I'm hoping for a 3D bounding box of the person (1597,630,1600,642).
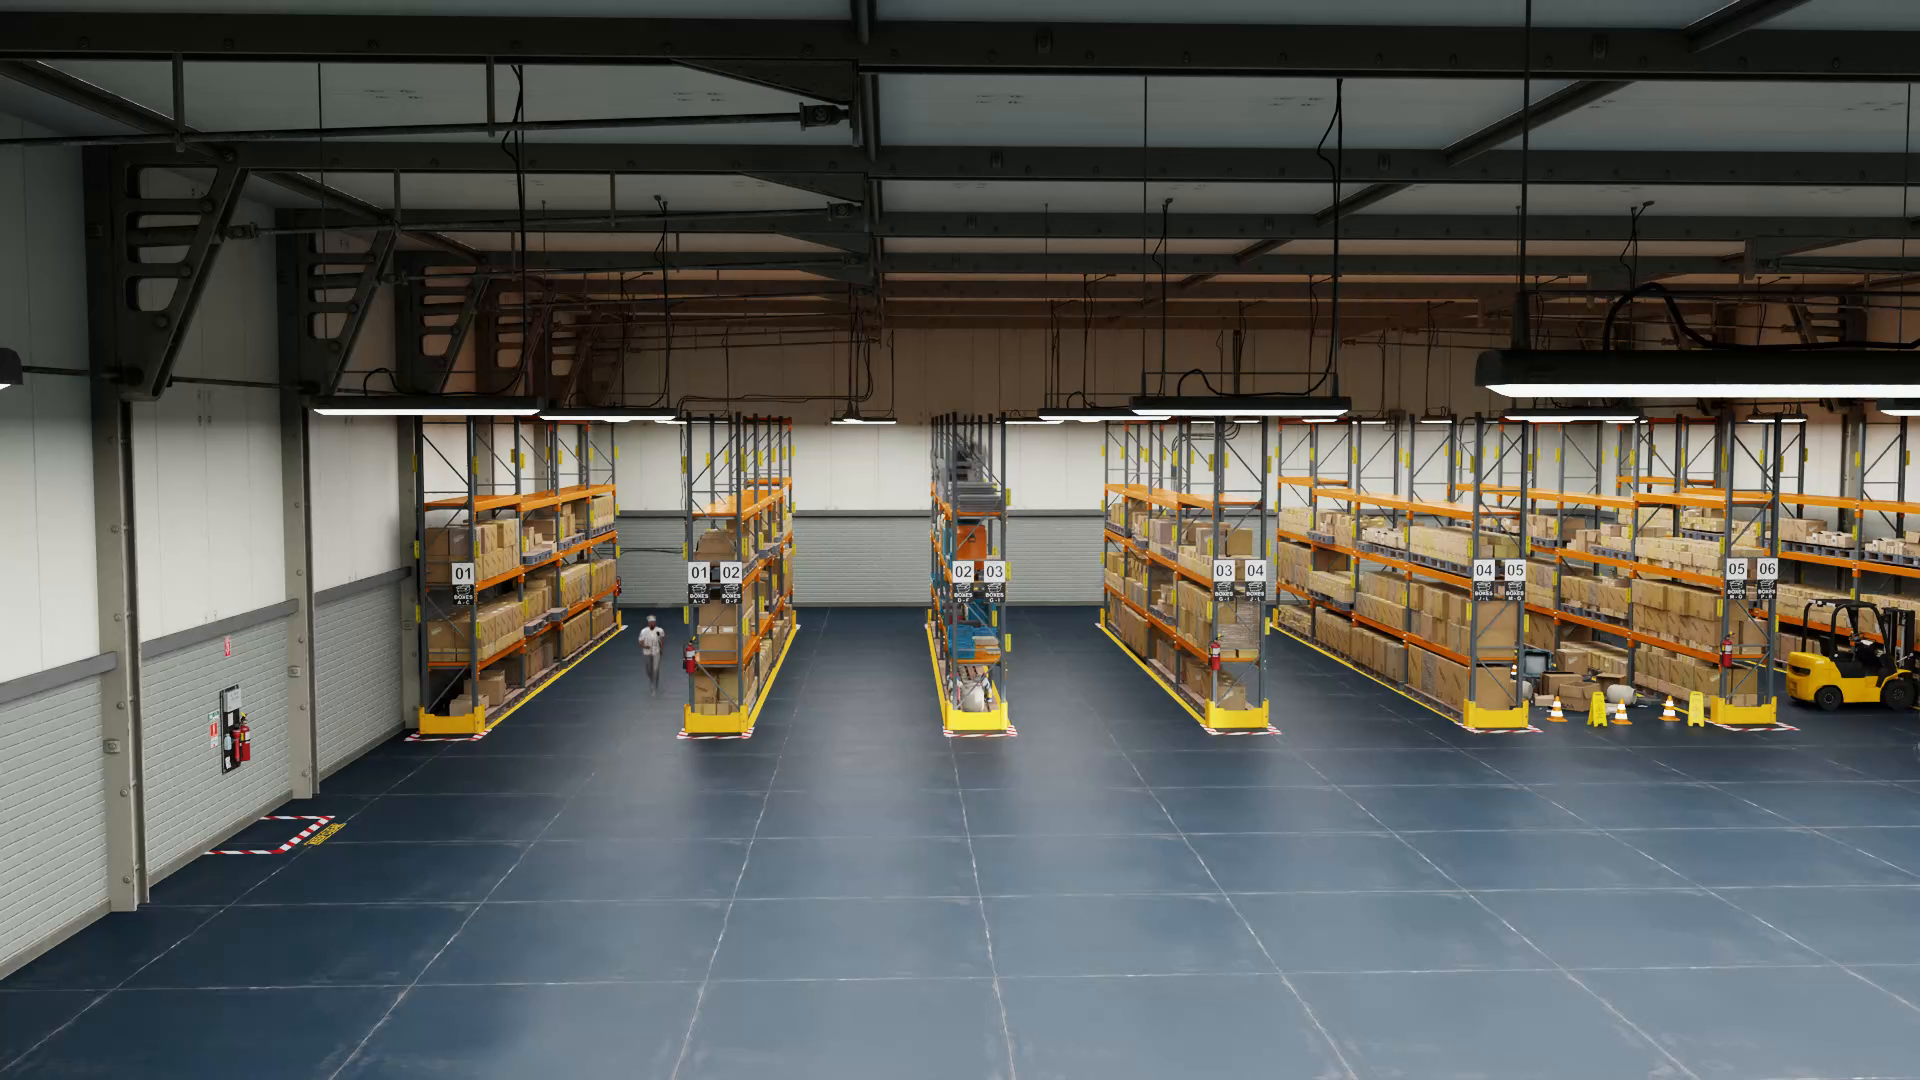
[{"bbox_3d":[16.392,1.938,42.926,0.707,1.740,0.566,0,4,-4],"label":"person"}]

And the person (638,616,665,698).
[{"bbox_3d":[-6.616,2.461,35.659,0.543,1.720,1.078,0,4,-2],"label":"person"}]
